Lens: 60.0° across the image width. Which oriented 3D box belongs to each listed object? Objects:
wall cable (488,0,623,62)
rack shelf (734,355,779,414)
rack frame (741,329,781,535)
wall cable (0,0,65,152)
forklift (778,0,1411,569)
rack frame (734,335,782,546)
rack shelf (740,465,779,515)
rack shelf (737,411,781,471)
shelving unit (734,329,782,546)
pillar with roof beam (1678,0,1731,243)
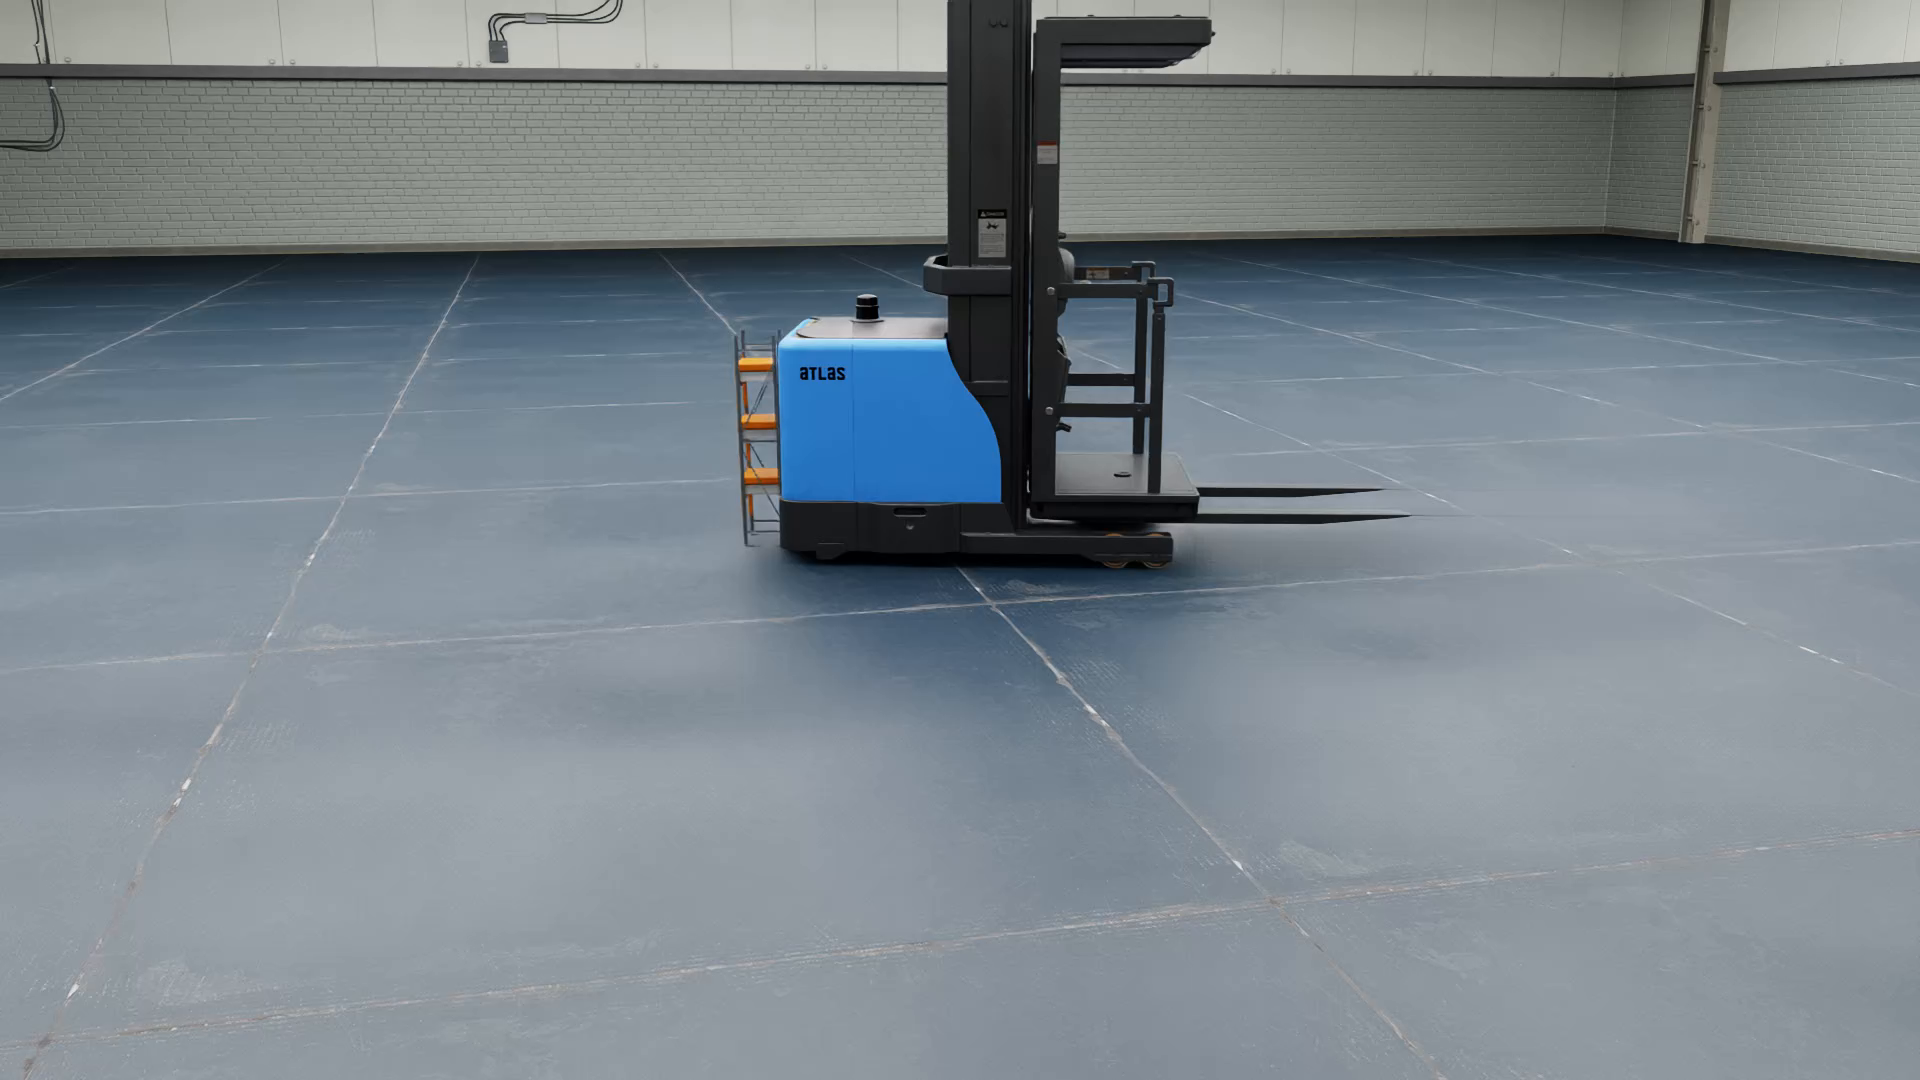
[{"bbox_3d":[-6.939,-11.180,28.062,2.305,6.003,0.169,-3,14,-13],"label":"wall cable"},{"bbox_3d":[-0.989,-0.774,8.225,0.215,0.259,0.240,-1,14,1],"label":"rack shelf"},{"bbox_3d":[-0.982,-0.538,8.408,0.200,1.050,0.008,-1,14,1],"label":"rack frame"},{"bbox_3d":[-16.170,-7.494,26.683,3.097,2.526,0.112,-3,14,-13],"label":"wall cable"},{"bbox_3d":[0.662,-1.416,8.046,3.031,2.935,1.130,0,14,2],"label":"forklift"},{"bbox_3d":[-0.985,-0.480,8.171,0.200,1.050,0.008,-1,14,1],"label":"rack frame"},{"bbox_3d":[-0.978,-0.229,8.358,0.215,0.259,0.240,-1,14,1],"label":"rack shelf"},{"bbox_3d":[-0.983,-0.499,8.292,0.215,0.259,0.240,-1,14,1],"label":"rack shelf"},{"bbox_3d":[-0.983,-0.509,8.289,0.215,1.050,0.252,-1,14,1],"label":"shelving unit"},{"bbox_3d":[9.671,-9.765,29.436,9.100,9.000,0.400,-3,14,-13],"label":"pillar with roof beam"}]
